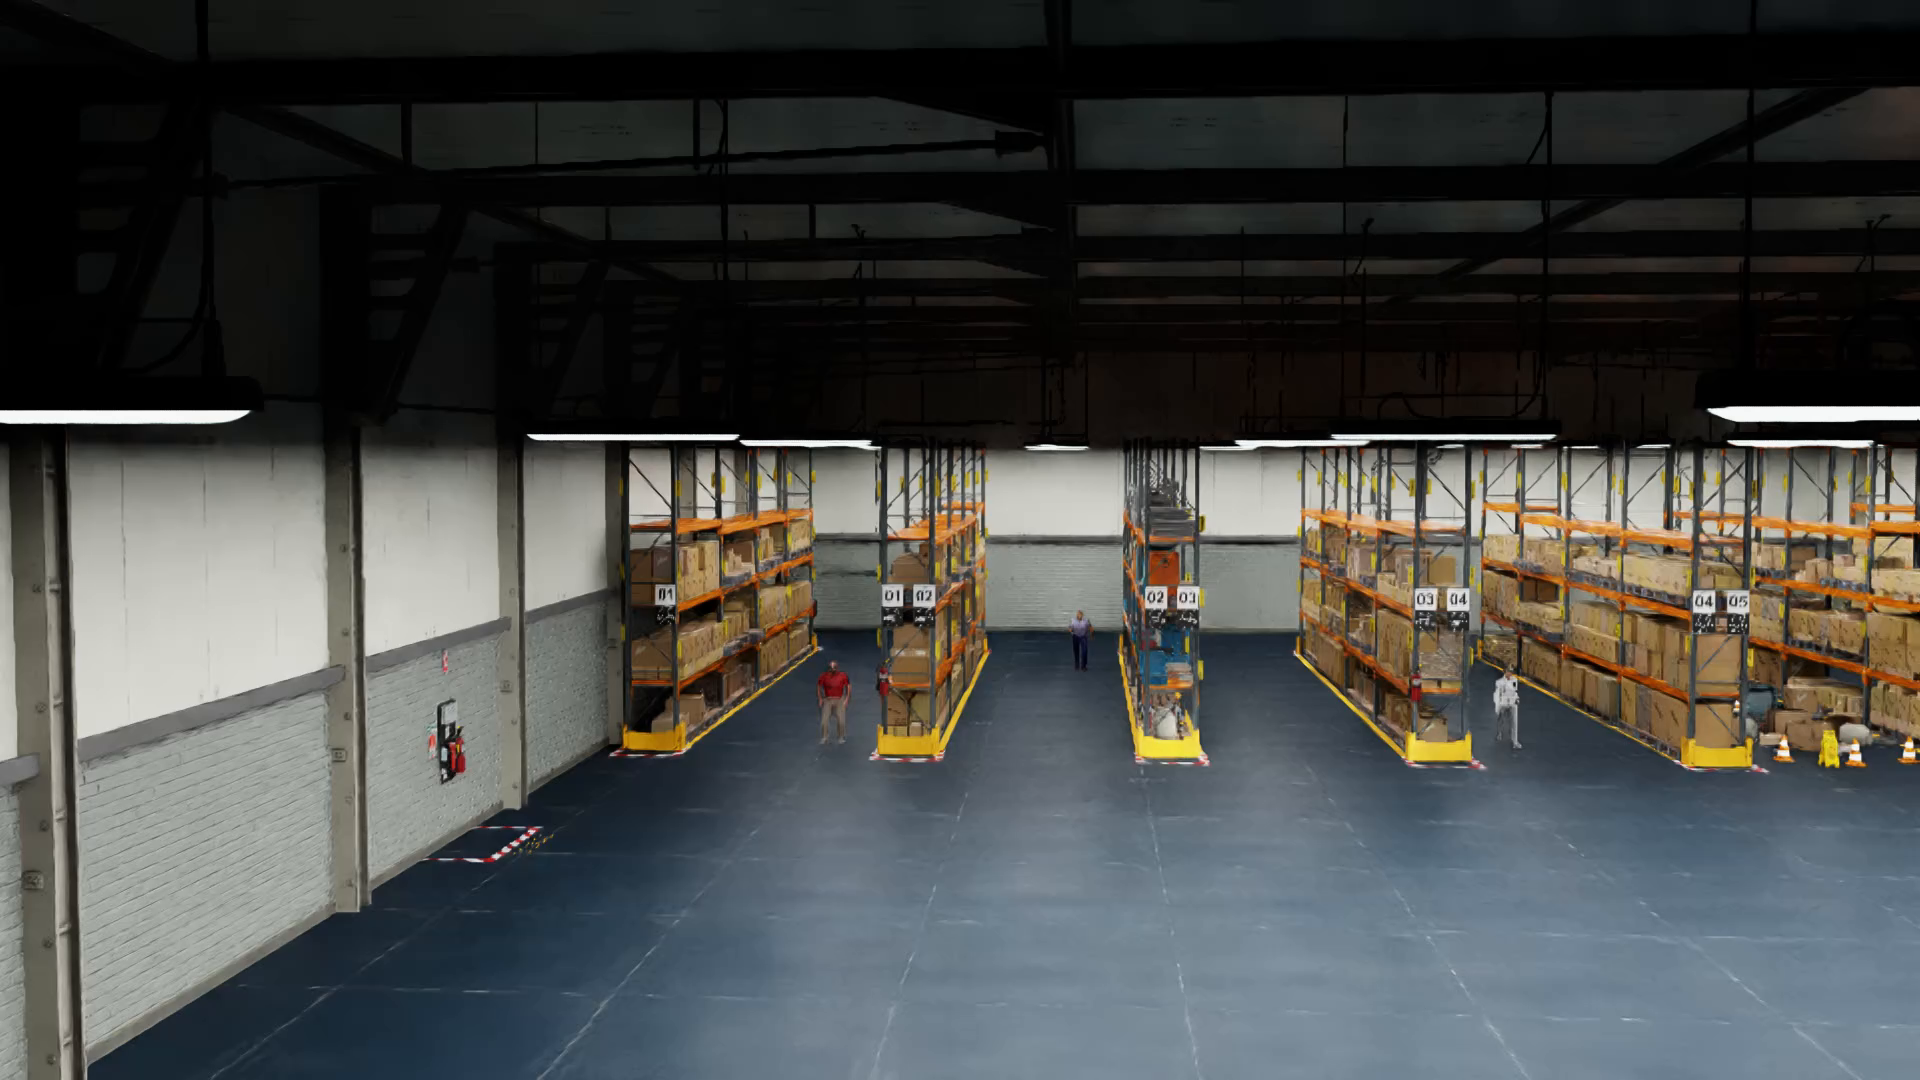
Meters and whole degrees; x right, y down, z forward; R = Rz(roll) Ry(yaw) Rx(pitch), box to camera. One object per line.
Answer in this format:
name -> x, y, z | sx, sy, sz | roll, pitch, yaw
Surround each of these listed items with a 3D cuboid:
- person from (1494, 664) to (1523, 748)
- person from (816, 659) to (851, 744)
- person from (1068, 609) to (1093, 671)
person -> 10.600, 3.183, 32.236 | 0.495, 1.589, 1.086 | 0, 3, 7
person -> -2.465, 3.151, 32.480 | 0.682, 1.676, 0.535 | 0, 3, 2
person -> 3.159, 2.599, 43.687 | 0.628, 1.583, 0.828 | 1, 3, 10
